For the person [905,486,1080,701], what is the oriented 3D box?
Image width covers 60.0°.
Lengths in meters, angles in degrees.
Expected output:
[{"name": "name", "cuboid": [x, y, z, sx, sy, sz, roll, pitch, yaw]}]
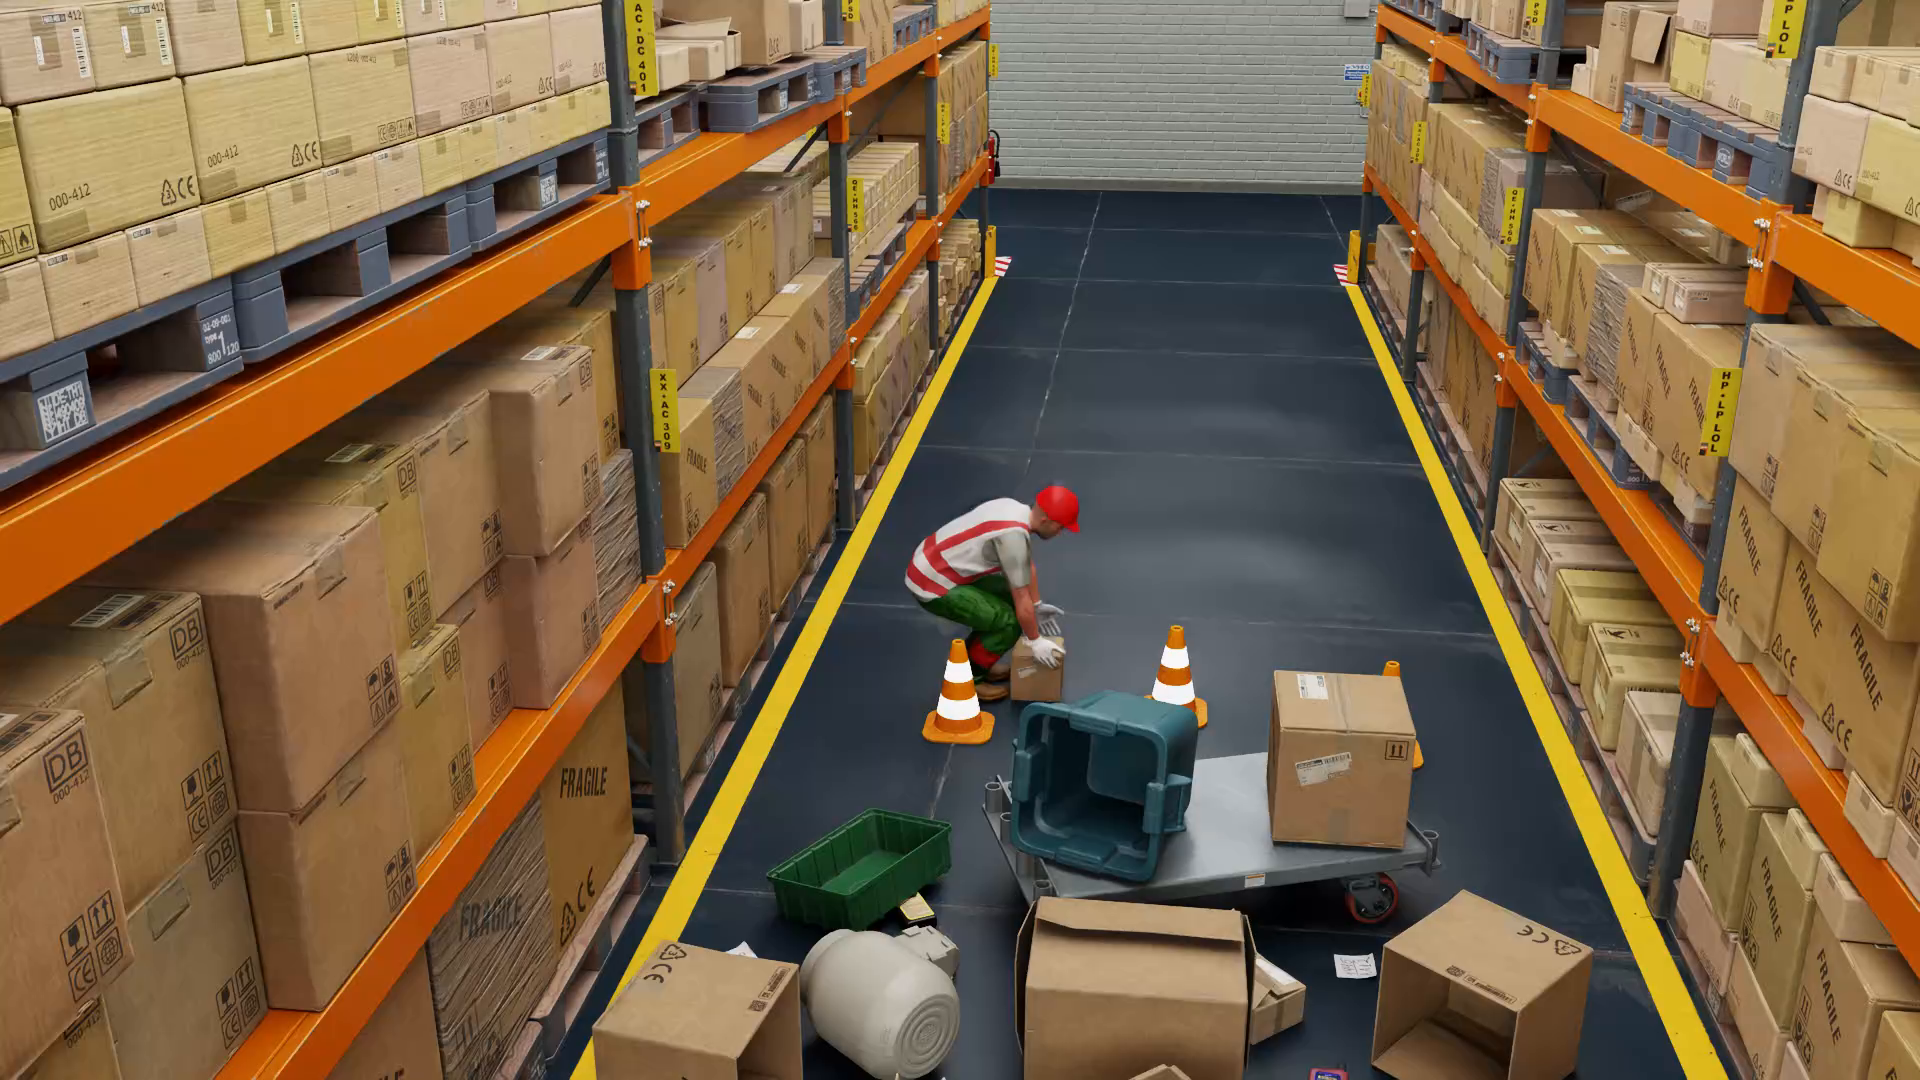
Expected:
[{"name": "person", "cuboid": [0.163, 0.237, 8.409, 0.863, 1.091, 0.575, 2, 21, 6]}]
